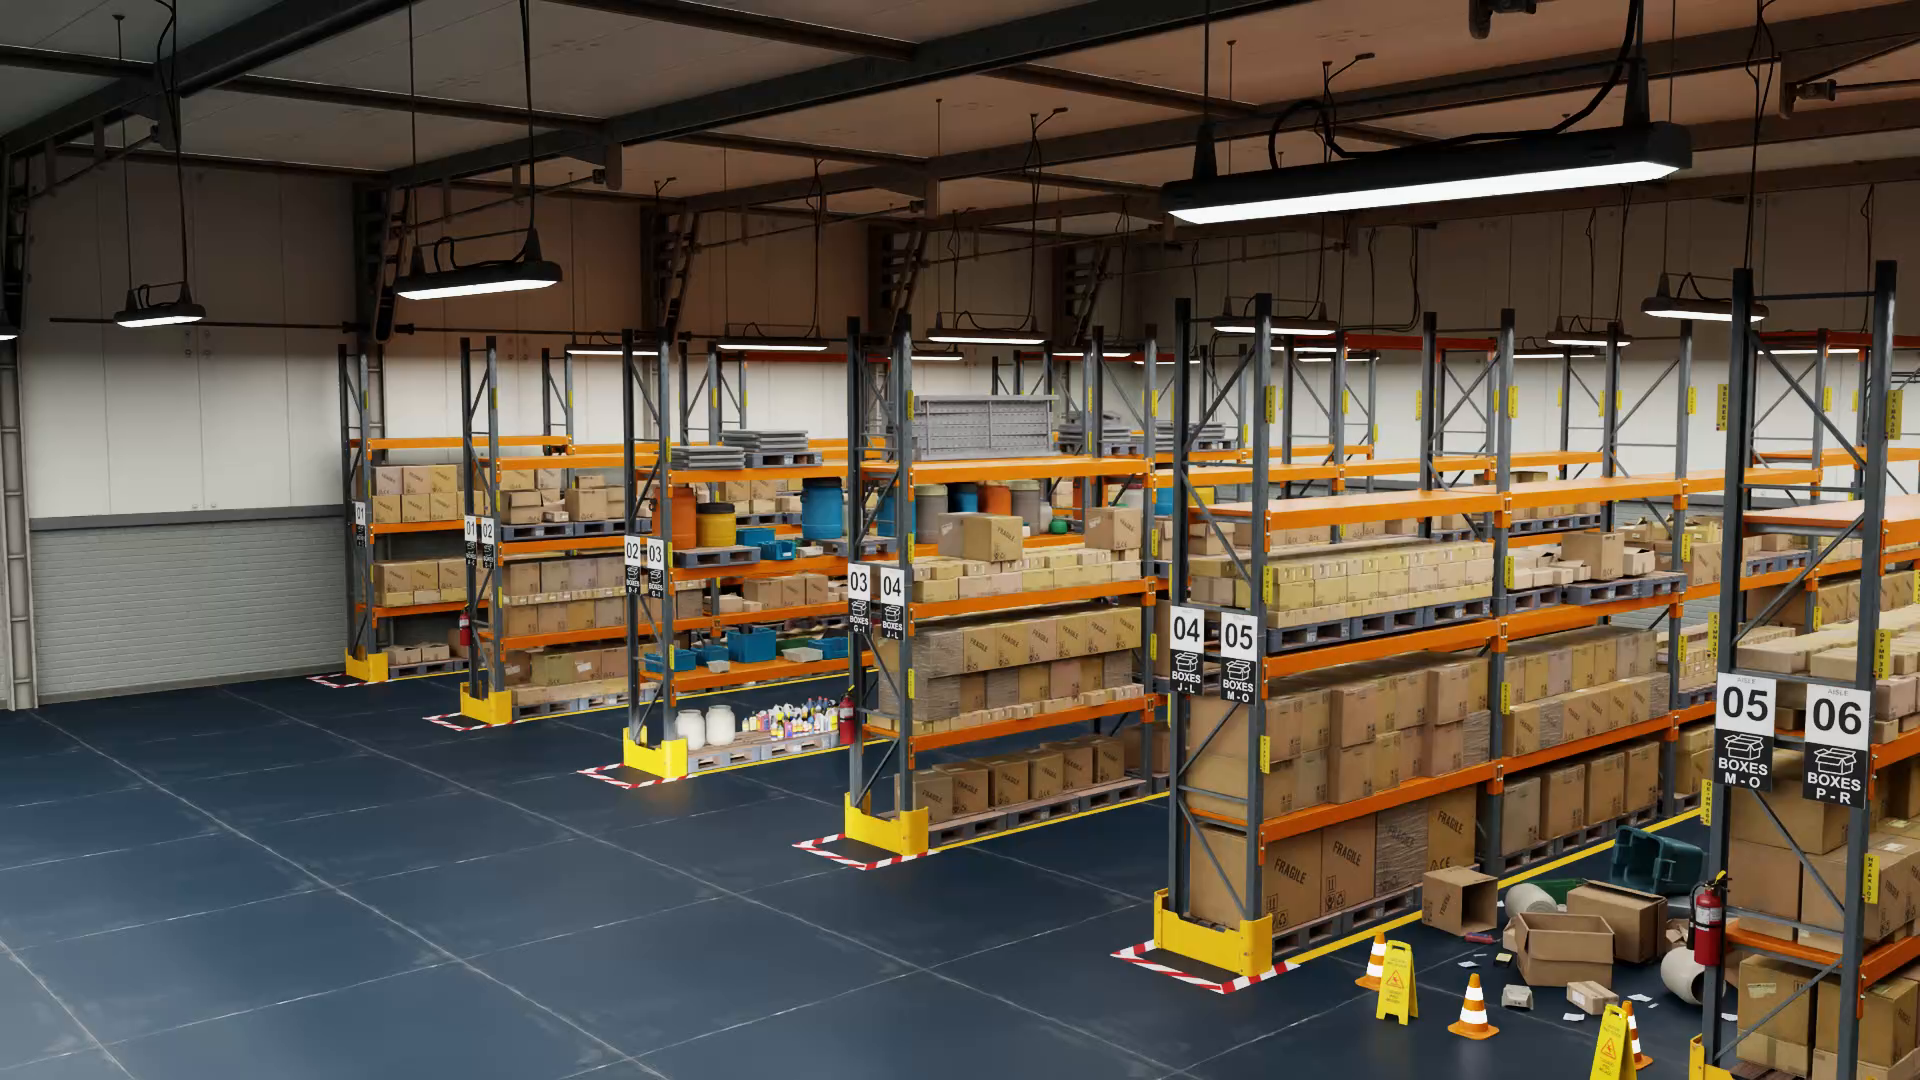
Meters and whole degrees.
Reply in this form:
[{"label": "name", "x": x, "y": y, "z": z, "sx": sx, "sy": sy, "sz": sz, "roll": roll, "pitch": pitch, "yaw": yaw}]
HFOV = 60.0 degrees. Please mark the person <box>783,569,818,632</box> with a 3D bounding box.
[{"label": "person", "x": -3.330, "y": 1.250, "z": 34.757, "sx": 0.972, "sy": 1.651, "sz": 0.665, "roll": -5, "pitch": 7, "yaw": -41}]
